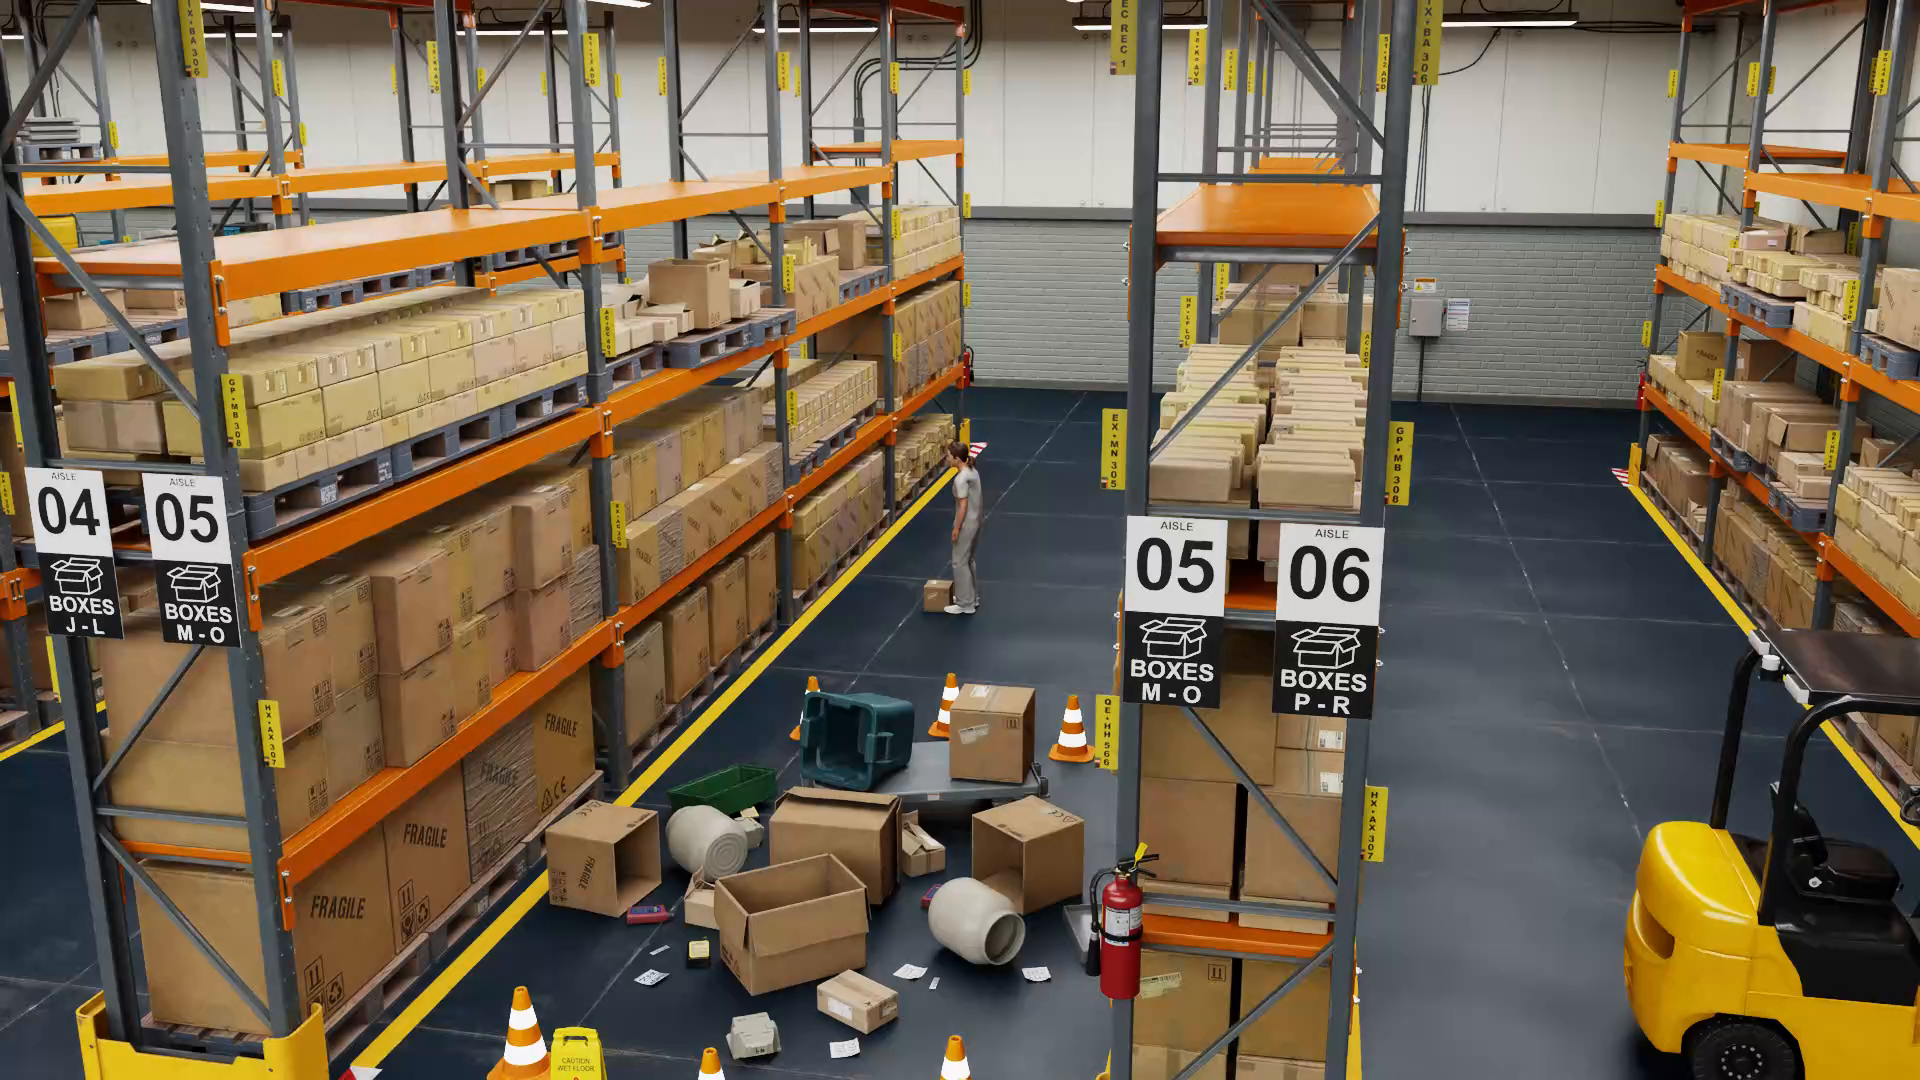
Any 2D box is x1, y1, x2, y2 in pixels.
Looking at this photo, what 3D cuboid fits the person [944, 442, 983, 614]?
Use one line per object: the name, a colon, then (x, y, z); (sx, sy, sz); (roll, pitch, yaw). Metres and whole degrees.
person: (0.035, -0.131, 16.012); (0.356, 1.673, 0.487); (3, 15, 12)
